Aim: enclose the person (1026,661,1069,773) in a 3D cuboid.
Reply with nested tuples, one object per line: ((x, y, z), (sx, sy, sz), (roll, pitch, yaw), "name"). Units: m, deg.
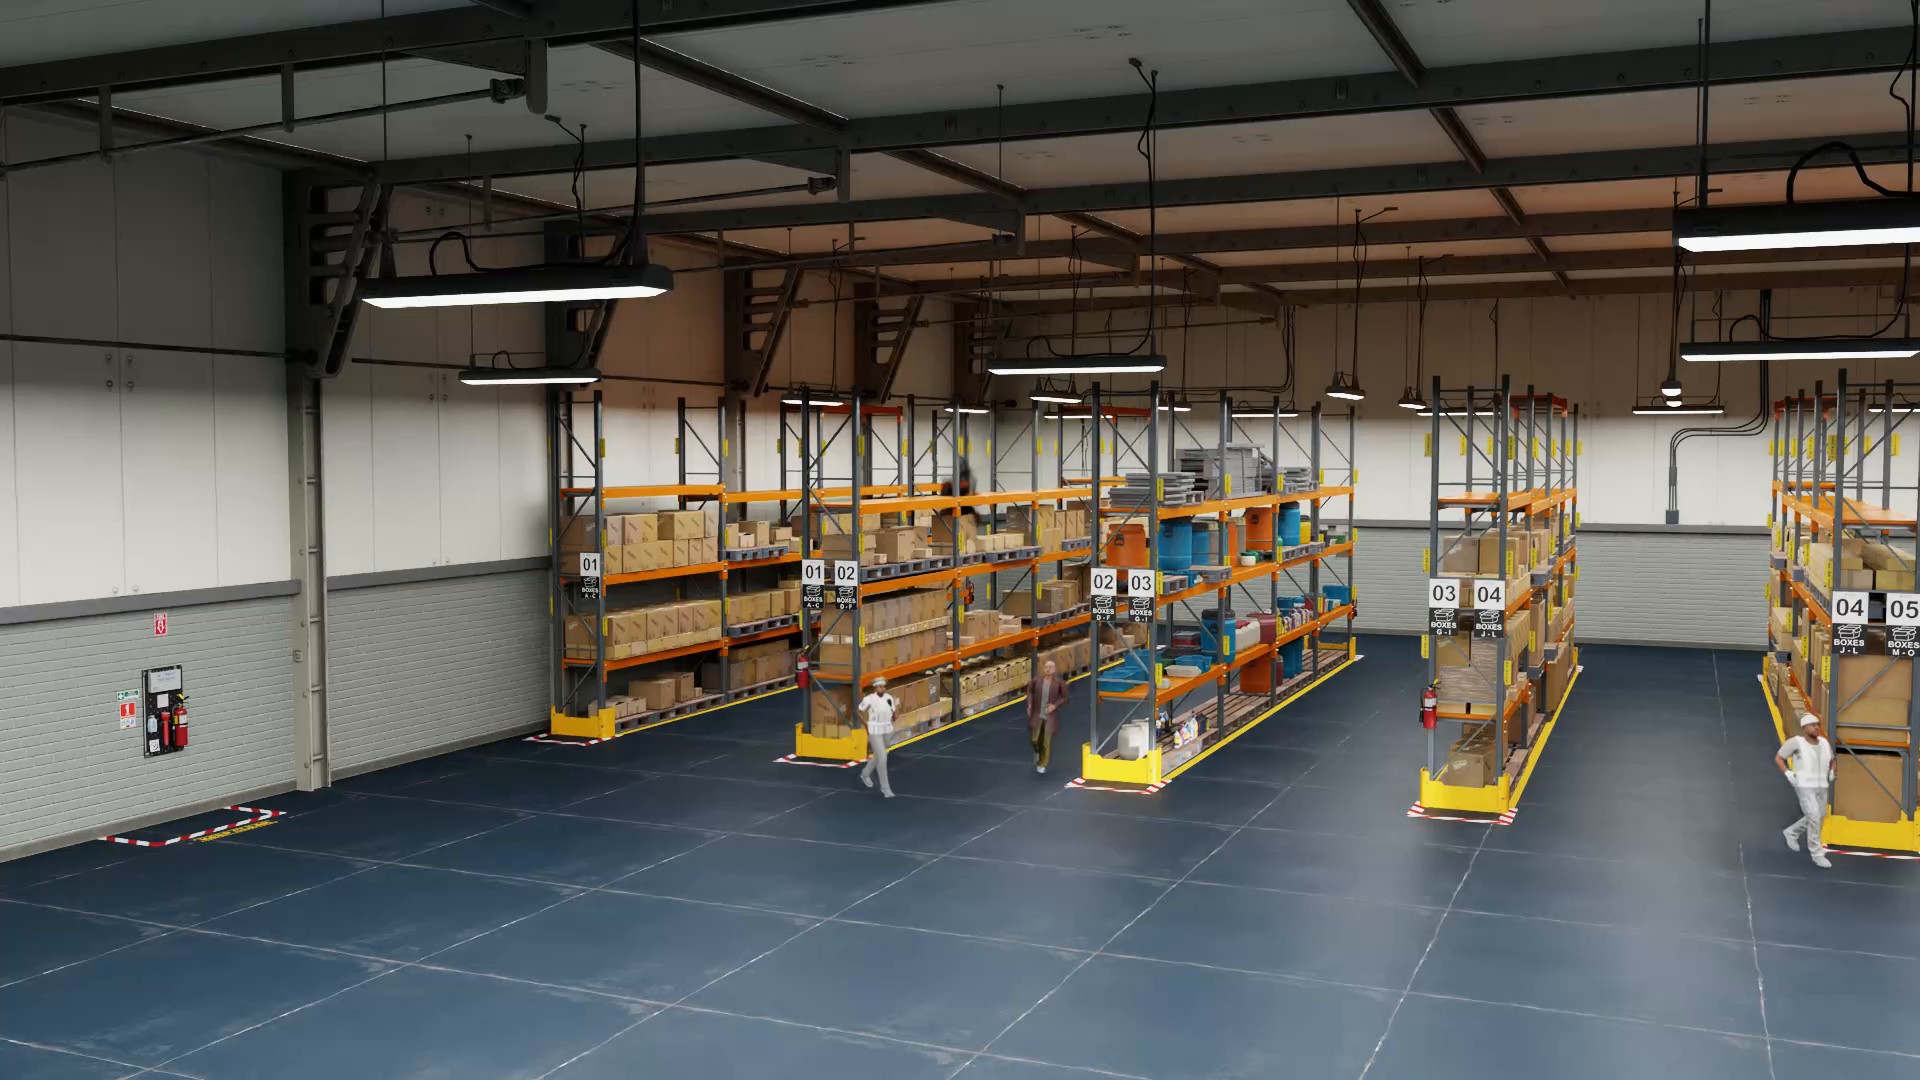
((1.334, 2.729, 25.674), (0.692, 1.735, 0.605), (1, 3, 11), "person")

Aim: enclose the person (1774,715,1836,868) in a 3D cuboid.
((10.349, 3.017, 20.230), (0.716, 1.785, 0.829), (-1, 3, -15), "person")

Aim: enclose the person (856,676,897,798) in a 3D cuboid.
((-1.168, 2.826, 24.130), (0.560, 1.729, 0.859), (-3, 4, -39), "person")
